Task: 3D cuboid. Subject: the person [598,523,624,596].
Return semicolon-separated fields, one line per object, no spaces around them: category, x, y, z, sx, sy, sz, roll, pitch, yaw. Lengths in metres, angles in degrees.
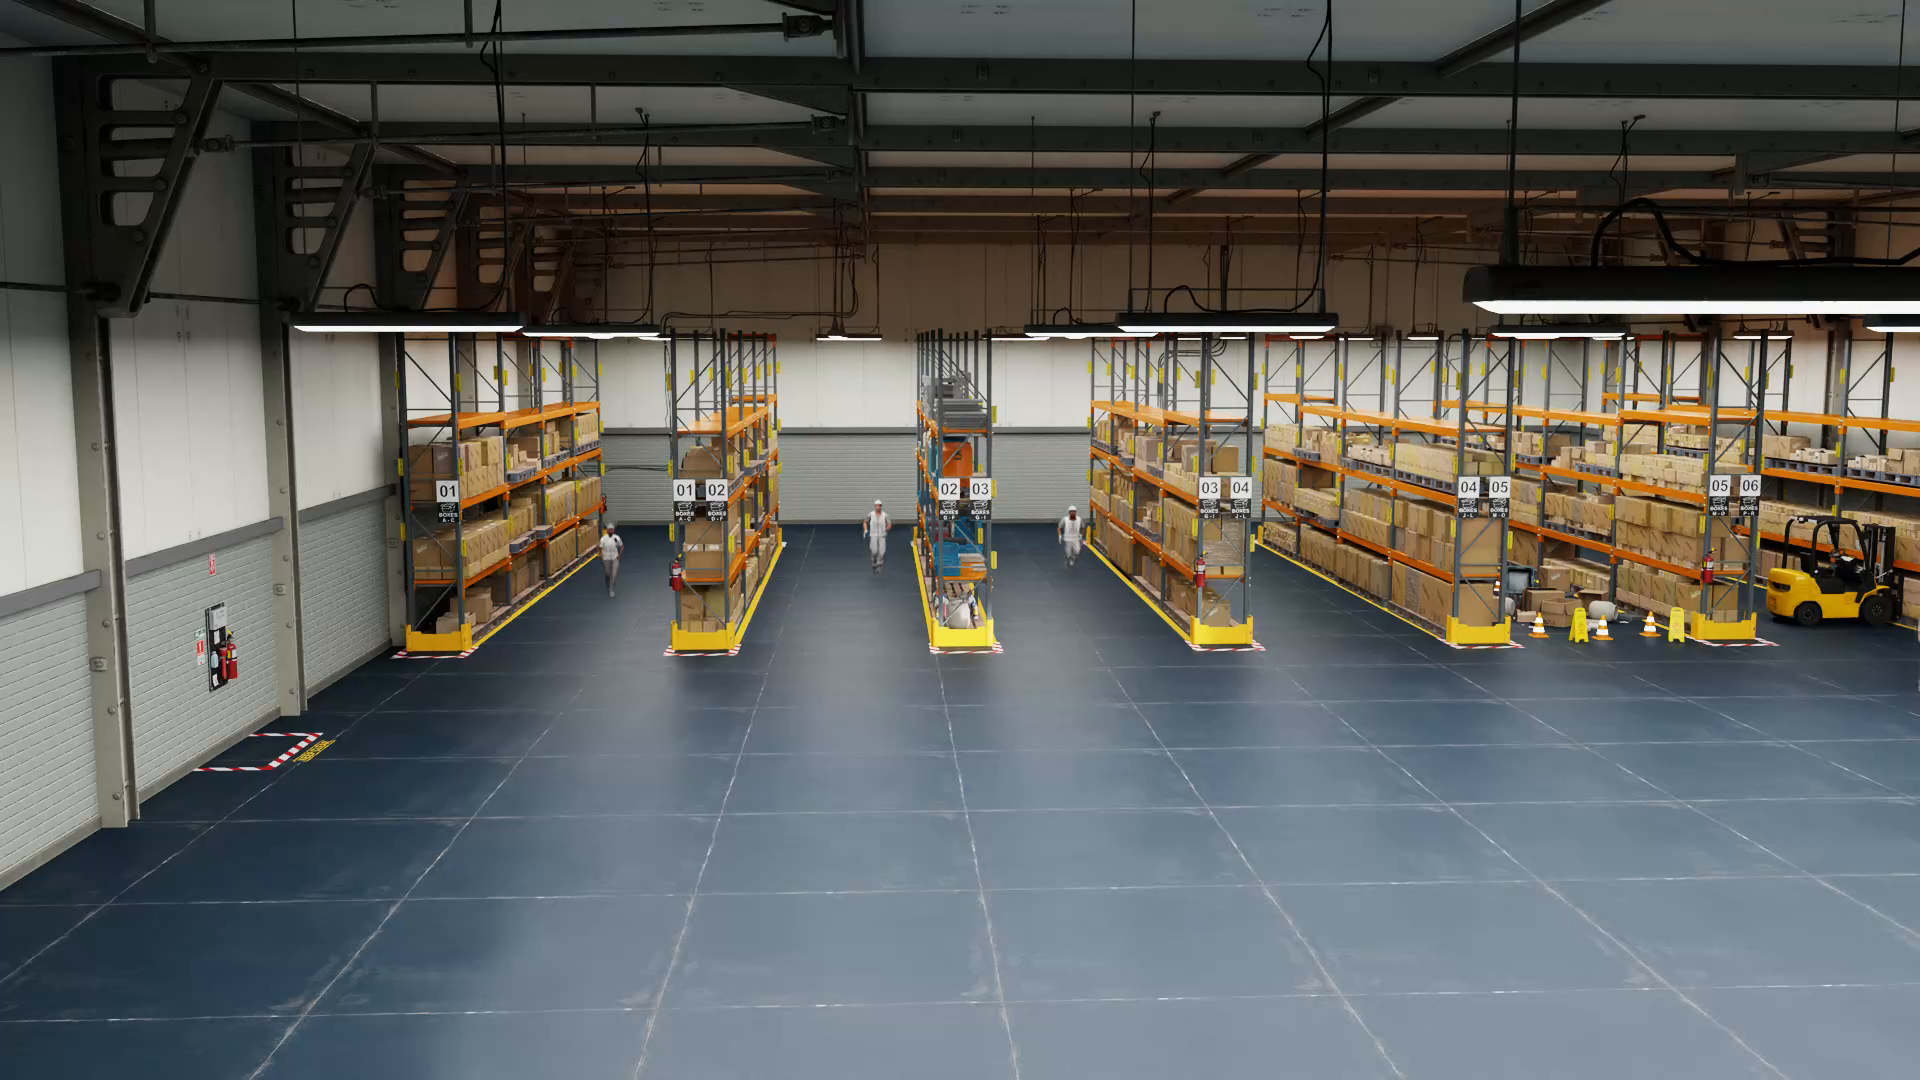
person;-7.976;0.436;38.032;0.582;1.665;0.578;-1;7;-12

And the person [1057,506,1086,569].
person;2.779;-0.042;41.143;0.699;1.606;0.695;-1;7;-6

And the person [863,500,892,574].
person;-1.938;-0.057;39.182;0.664;1.757;0.603;-1;7;-6
